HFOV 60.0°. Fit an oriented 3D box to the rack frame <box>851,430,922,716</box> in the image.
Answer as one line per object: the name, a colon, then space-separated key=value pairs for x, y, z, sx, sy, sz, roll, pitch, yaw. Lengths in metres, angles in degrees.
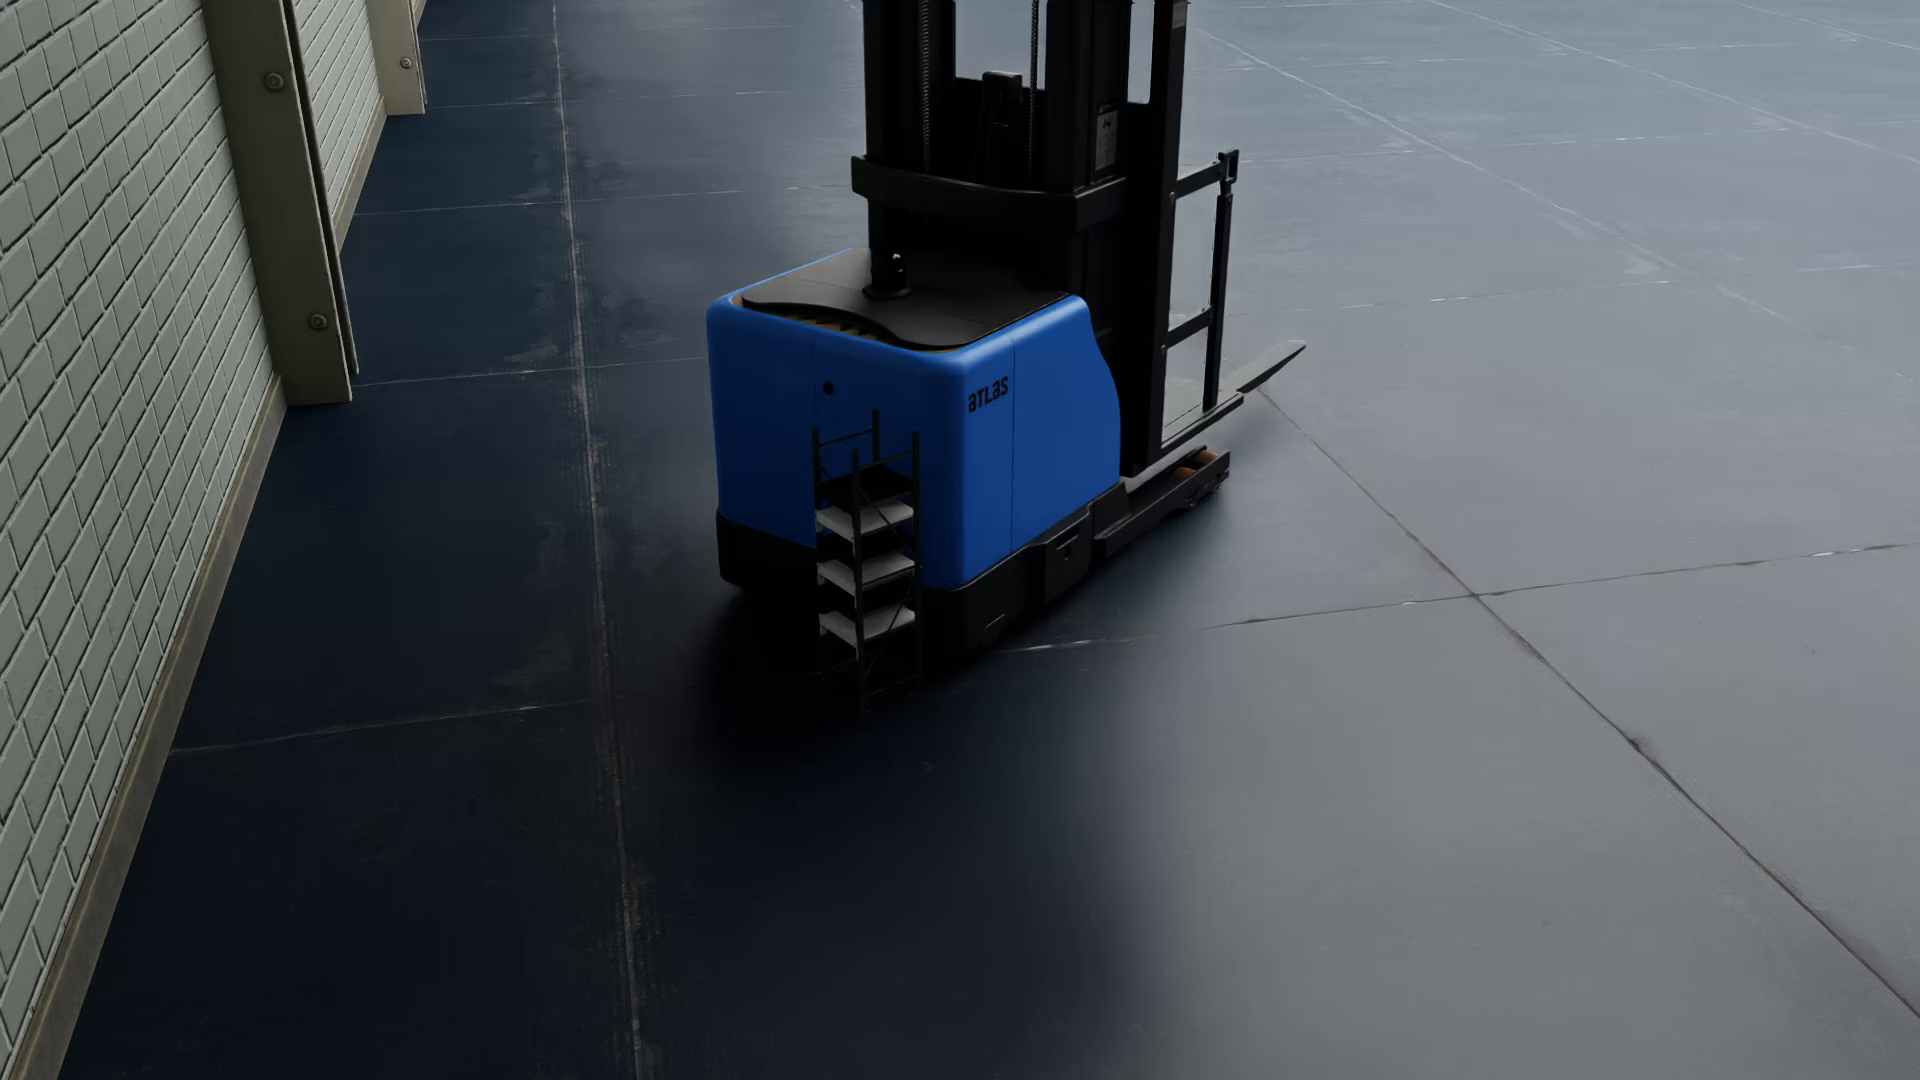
rack frame: x=-0.216 y=0.111 z=5.031 sx=0.240 sy=0.900 sz=0.006 roll=-20 pitch=33 yaw=-34

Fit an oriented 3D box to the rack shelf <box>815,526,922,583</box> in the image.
rack shelf: x=-0.280 y=0.024 z=5.077 sx=0.258 sy=0.077 sz=0.200 roll=-20 pitch=33 yaw=-34

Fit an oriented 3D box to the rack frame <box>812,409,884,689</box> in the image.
rack frame: x=-0.343 y=0.039 z=5.173 sx=0.240 sy=0.900 sz=0.006 roll=-20 pitch=33 yaw=-34

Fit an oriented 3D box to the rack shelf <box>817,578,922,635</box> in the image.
rack shelf: x=-0.280 y=0.185 z=5.158 sx=0.258 sy=0.077 sz=0.200 roll=-20 pitch=33 yaw=-34

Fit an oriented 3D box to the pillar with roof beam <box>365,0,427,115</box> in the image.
pillar with roof beam: x=-0.096 y=-7.785 z=11.688 sx=9.100 sy=9.000 sz=0.400 roll=-6 pitch=27 yaw=-12

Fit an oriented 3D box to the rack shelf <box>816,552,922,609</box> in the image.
rack shelf: x=-0.280 y=0.105 z=5.117 sx=0.258 sy=0.077 sz=0.200 roll=-20 pitch=33 yaw=-34

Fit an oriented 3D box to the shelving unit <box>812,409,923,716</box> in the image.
shelving unit: x=-0.280 y=0.075 z=5.102 sx=0.258 sy=0.900 sz=0.210 roll=-20 pitch=33 yaw=-34

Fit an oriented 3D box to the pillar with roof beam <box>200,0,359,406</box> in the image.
pillar with roof beam: x=1.256 y=-5.151 z=6.469 sx=9.100 sy=9.000 sz=0.400 roll=-6 pitch=27 yaw=-12

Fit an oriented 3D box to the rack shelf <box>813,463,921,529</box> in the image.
rack shelf: x=-0.279 y=-0.137 z=4.996 sx=0.258 sy=0.077 sz=0.200 roll=-20 pitch=33 yaw=-34

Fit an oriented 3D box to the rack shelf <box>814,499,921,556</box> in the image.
rack shelf: x=-0.279 y=-0.056 z=5.036 sx=0.258 sy=0.077 sz=0.200 roll=-20 pitch=33 yaw=-34

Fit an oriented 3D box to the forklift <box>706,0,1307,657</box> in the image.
forklift: x=0.419 y=-1.540 z=6.048 sx=1.130 sy=2.935 sz=3.031 roll=18 pitch=32 yaw=31

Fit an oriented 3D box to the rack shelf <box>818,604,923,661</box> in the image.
rack shelf: x=-0.280 y=0.265 z=5.198 sx=0.258 sy=0.077 sz=0.200 roll=-20 pitch=33 yaw=-34
